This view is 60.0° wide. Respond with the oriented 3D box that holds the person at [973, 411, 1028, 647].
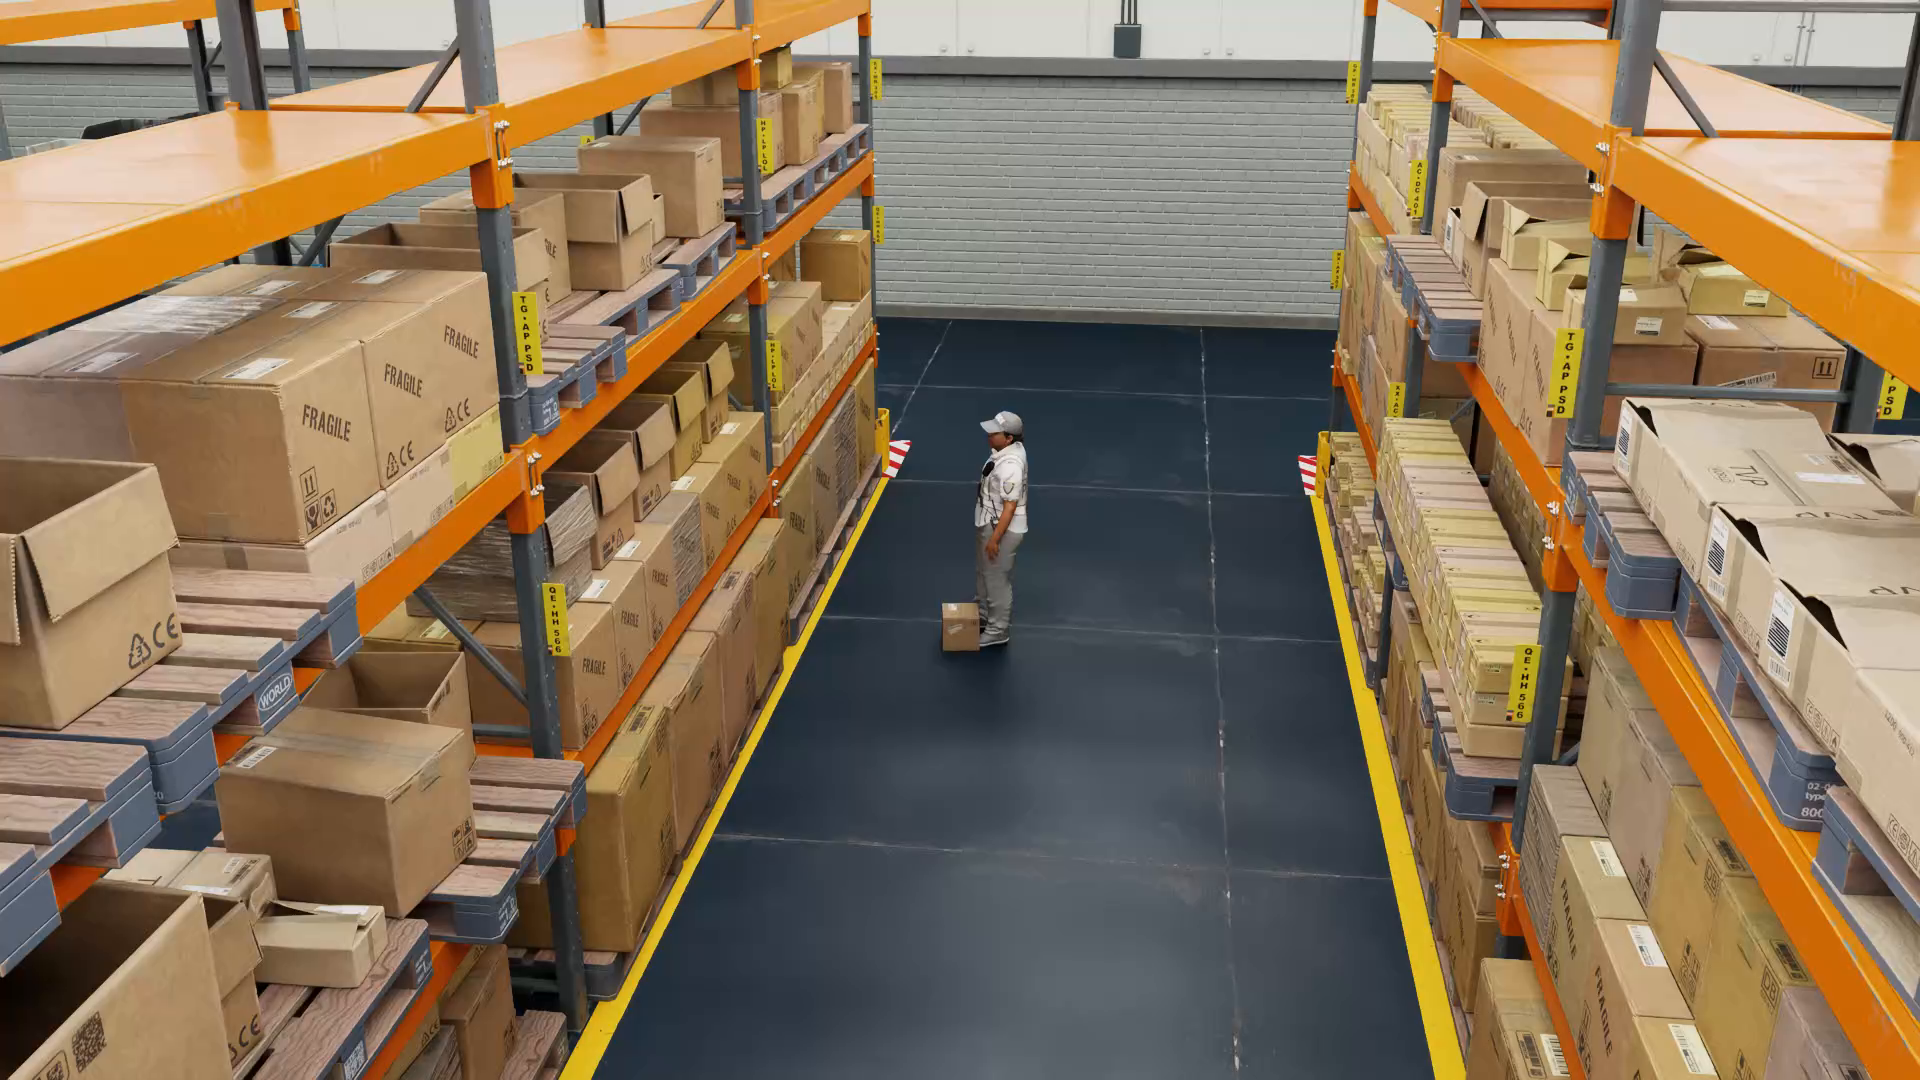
[{"bbox_3d":[0.192,-0.084,11.264,0.529,1.670,0.597,0,21,0],"label":"person"}]
